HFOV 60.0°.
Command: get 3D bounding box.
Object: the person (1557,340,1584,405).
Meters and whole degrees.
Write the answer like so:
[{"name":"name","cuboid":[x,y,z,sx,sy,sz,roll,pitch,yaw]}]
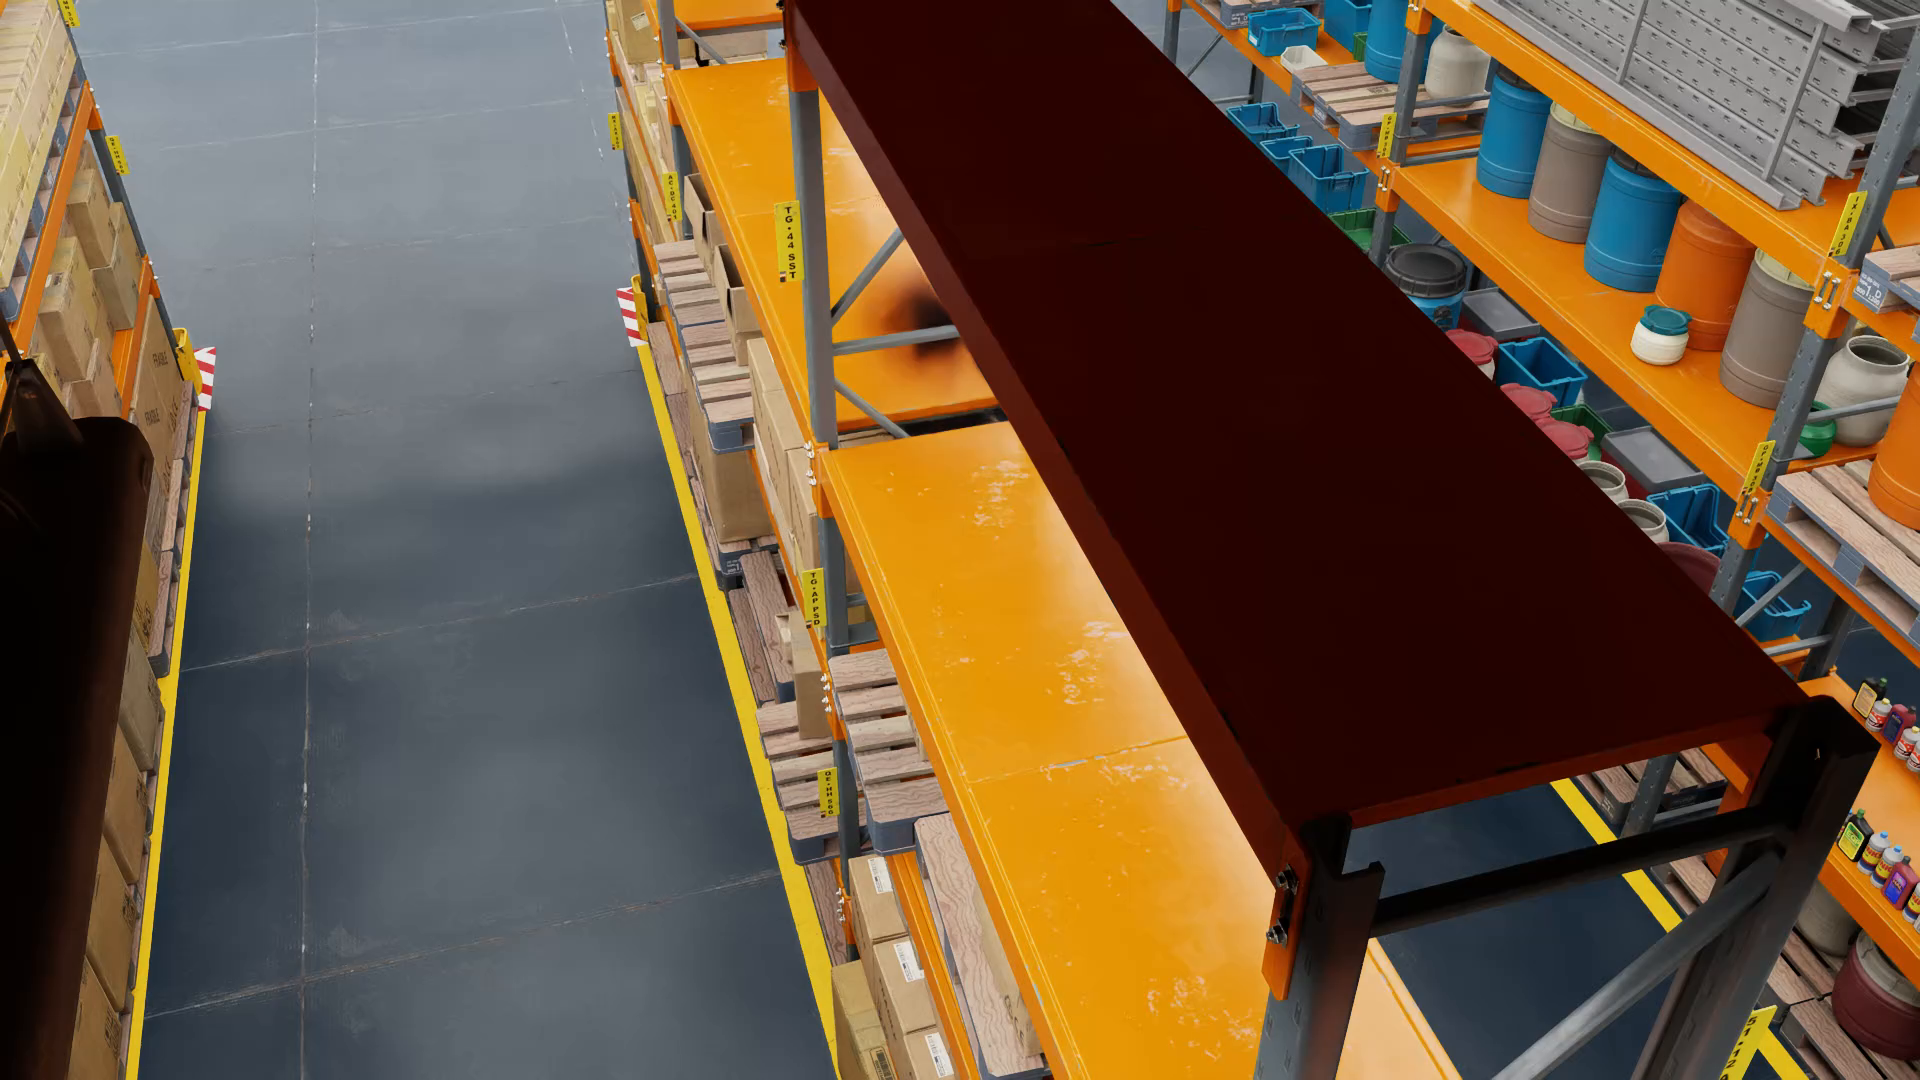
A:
[{"name":"person","cuboid":[5.064,-1.672,13.610,0.596,1.748,0.760,-10,39,-12]}]
